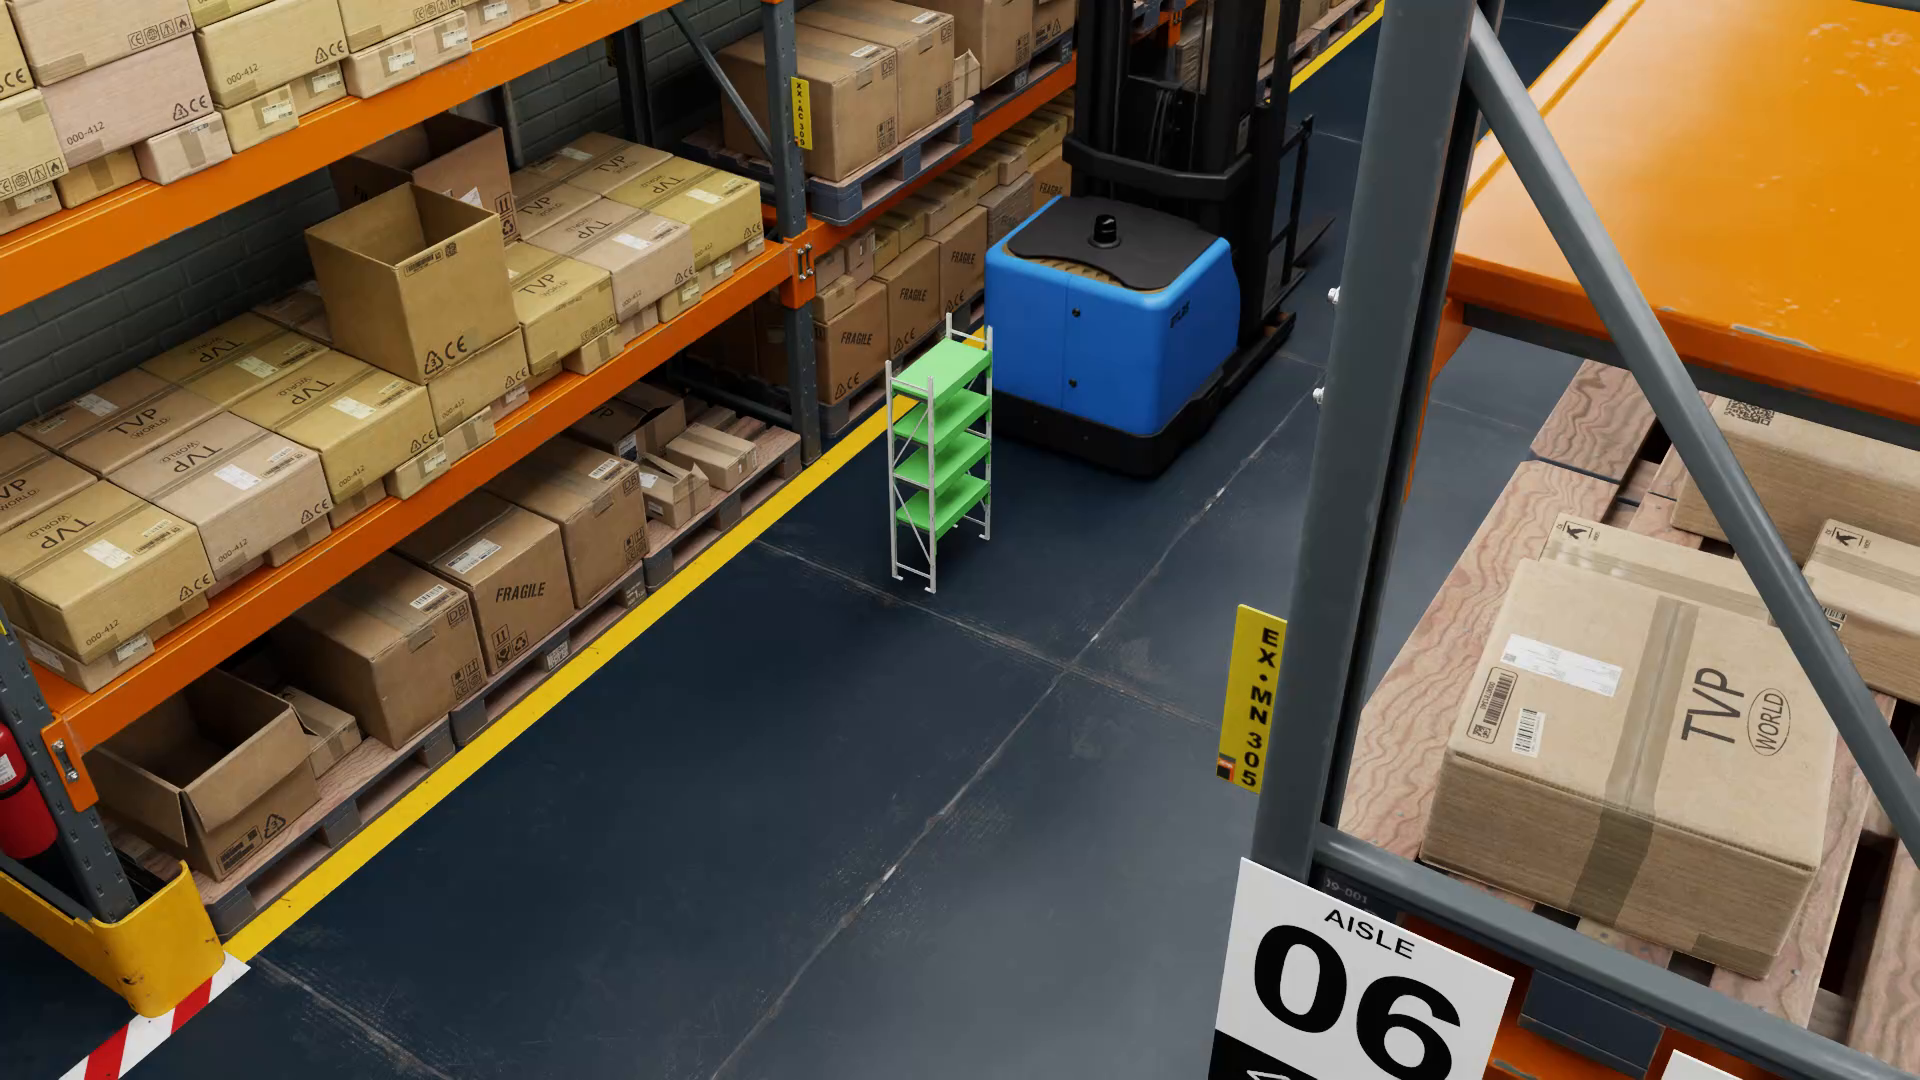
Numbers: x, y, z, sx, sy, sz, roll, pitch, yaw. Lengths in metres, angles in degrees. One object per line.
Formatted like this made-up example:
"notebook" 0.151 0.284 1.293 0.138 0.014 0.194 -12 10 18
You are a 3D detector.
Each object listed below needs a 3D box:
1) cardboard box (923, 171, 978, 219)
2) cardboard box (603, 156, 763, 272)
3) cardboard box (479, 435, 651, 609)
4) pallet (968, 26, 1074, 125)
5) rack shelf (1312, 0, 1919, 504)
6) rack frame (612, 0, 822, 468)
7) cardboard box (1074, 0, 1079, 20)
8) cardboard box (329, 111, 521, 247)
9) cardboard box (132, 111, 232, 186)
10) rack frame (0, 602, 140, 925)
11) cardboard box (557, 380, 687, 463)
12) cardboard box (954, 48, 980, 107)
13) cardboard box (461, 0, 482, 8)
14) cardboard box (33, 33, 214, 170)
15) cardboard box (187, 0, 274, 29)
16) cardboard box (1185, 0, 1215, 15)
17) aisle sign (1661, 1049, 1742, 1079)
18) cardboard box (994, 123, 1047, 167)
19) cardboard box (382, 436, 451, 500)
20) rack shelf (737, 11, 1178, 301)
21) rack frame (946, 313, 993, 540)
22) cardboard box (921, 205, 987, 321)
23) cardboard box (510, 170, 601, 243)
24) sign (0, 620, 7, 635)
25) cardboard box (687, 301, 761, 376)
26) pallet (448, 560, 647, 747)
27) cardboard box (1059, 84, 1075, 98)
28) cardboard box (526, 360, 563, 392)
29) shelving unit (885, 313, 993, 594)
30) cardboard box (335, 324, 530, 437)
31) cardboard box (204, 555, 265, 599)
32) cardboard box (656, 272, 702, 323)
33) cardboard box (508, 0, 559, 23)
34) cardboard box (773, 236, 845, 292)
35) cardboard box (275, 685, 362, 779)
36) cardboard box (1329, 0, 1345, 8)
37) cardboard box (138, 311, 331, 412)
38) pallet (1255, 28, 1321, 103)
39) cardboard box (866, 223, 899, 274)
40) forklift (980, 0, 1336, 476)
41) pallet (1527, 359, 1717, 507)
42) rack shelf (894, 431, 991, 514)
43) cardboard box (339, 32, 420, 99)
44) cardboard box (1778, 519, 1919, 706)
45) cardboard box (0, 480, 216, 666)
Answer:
"cardboard box" -0.119 -1.985 9.480 0.380 0.149 0.250 23 43 27
"cardboard box" -1.249 -1.477 7.527 0.500 0.250 0.500 22 43 26
"cardboard box" -1.870 -0.122 7.594 0.700 0.500 0.500 20 42 23
"pallet" -0.077 -2.742 9.447 1.003 0.211 1.213 21 42 25
"rack shelf" 1.940 -1.040 3.085 1.077 0.370 4.000 21 42 25
"rack frame" -1.182 -1.760 8.016 1.000 3.000 0.127 21 42 25
"cardboard box" 0.669 -3.280 9.766 0.500 0.250 0.500 19 42 23
"cardboard box" -2.205 -1.435 6.859 0.500 0.500 0.500 20 42 24
"cardboard box" -2.467 -1.240 5.090 0.380 0.149 0.250 22 43 26
"rack frame" -3.325 0.302 5.341 1.000 3.000 0.127 21 42 25
"cardboard box" -1.736 -0.599 8.367 0.500 0.311 0.500 23 43 27
"cardboard box" -0.114 -2.464 8.695 0.396 0.266 0.258 23 43 27
"cardboard box" -1.783 -2.144 5.937 0.500 0.250 0.500 22 43 26
"cardboard box" -2.602 -1.353 4.910 0.500 0.250 0.500 22 43 26
"cardboard box" -2.329 -1.809 5.092 0.500 0.250 0.500 21 42 24
"cardboard box" 1.650 -3.705 12.140 0.875 0.625 0.625 23 43 27
"aisle sign" 1.074 1.026 2.273 0.394 0.787 0.004 21 42 25
"cardboard box" 0.299 -2.396 10.013 0.380 0.149 0.250 21 42 24
"cardboard box" -2.185 -0.326 6.362 0.380 0.149 0.250 20 42 24
"rack shelf" -0.111 -2.507 9.573 1.077 0.370 4.000 21 42 25
"rack frame" 0.042 -0.516 7.876 0.240 1.200 0.015 21 42 25
"cardboard box" -0.185 -1.646 9.571 0.500 0.500 0.500 20 42 24
"cardboard box" -1.938 -1.391 7.416 0.500 0.250 0.500 21 42 25
"sign" -2.867 0.136 4.847 0.100 0.325 0.005 21 42 25
"cardboard box" -1.169 -1.287 9.105 0.500 0.500 0.500 21 42 25
"pallet" -2.204 0.329 7.590 1.003 0.211 1.213 21 42 25
"cardboard box" 0.790 -2.767 10.495 0.380 0.149 0.250 19 42 23
"cardboard box" -1.889 -0.767 6.933 0.380 0.149 0.250 22 43 26
"shelving unit" -0.089 -0.390 7.712 0.258 1.200 0.503 21 42 25
"cardboard box" -2.060 -0.695 6.514 0.500 0.250 0.500 20 42 24
"cardboard box" -2.709 0.028 5.902 0.380 0.149 0.250 21 42 25
"cardboard box" -1.380 -1.131 7.405 0.380 0.149 0.250 22 43 26
"cardboard box" -1.714 -2.053 6.144 0.380 0.149 0.250 23 43 27
"cardboard box" -0.816 -1.429 8.515 0.380 0.149 0.250 20 42 24
"cardboard box" -2.657 0.774 6.720 0.380 0.149 0.250 19 42 23
"cardboard box" 2.834 -4.838 13.609 0.875 0.625 0.625 23 43 27
"cardboard box" -2.756 -0.600 6.390 0.500 0.250 0.500 23 43 26
"pallet" 2.089 -3.756 12.889 1.003 0.211 1.213 21 42 25
"cardboard box" -0.554 -1.596 8.975 0.380 0.149 0.250 19 42 23
"forklift" 1.302 -2.364 8.856 1.130 2.935 3.031 20 42 24
"pallet" 1.910 -0.247 3.669 1.003 0.211 1.213 21 42 25
"rack shelf" -0.089 -0.339 7.751 0.258 0.148 0.480 21 42 25
"cardboard box" -2.055 -1.634 5.601 0.380 0.149 0.250 21 42 25
"cardboard box" 1.645 0.143 2.870 0.380 0.149 0.250 23 43 27
"cardboard box" -2.854 0.097 5.485 0.500 0.250 0.500 21 42 25
